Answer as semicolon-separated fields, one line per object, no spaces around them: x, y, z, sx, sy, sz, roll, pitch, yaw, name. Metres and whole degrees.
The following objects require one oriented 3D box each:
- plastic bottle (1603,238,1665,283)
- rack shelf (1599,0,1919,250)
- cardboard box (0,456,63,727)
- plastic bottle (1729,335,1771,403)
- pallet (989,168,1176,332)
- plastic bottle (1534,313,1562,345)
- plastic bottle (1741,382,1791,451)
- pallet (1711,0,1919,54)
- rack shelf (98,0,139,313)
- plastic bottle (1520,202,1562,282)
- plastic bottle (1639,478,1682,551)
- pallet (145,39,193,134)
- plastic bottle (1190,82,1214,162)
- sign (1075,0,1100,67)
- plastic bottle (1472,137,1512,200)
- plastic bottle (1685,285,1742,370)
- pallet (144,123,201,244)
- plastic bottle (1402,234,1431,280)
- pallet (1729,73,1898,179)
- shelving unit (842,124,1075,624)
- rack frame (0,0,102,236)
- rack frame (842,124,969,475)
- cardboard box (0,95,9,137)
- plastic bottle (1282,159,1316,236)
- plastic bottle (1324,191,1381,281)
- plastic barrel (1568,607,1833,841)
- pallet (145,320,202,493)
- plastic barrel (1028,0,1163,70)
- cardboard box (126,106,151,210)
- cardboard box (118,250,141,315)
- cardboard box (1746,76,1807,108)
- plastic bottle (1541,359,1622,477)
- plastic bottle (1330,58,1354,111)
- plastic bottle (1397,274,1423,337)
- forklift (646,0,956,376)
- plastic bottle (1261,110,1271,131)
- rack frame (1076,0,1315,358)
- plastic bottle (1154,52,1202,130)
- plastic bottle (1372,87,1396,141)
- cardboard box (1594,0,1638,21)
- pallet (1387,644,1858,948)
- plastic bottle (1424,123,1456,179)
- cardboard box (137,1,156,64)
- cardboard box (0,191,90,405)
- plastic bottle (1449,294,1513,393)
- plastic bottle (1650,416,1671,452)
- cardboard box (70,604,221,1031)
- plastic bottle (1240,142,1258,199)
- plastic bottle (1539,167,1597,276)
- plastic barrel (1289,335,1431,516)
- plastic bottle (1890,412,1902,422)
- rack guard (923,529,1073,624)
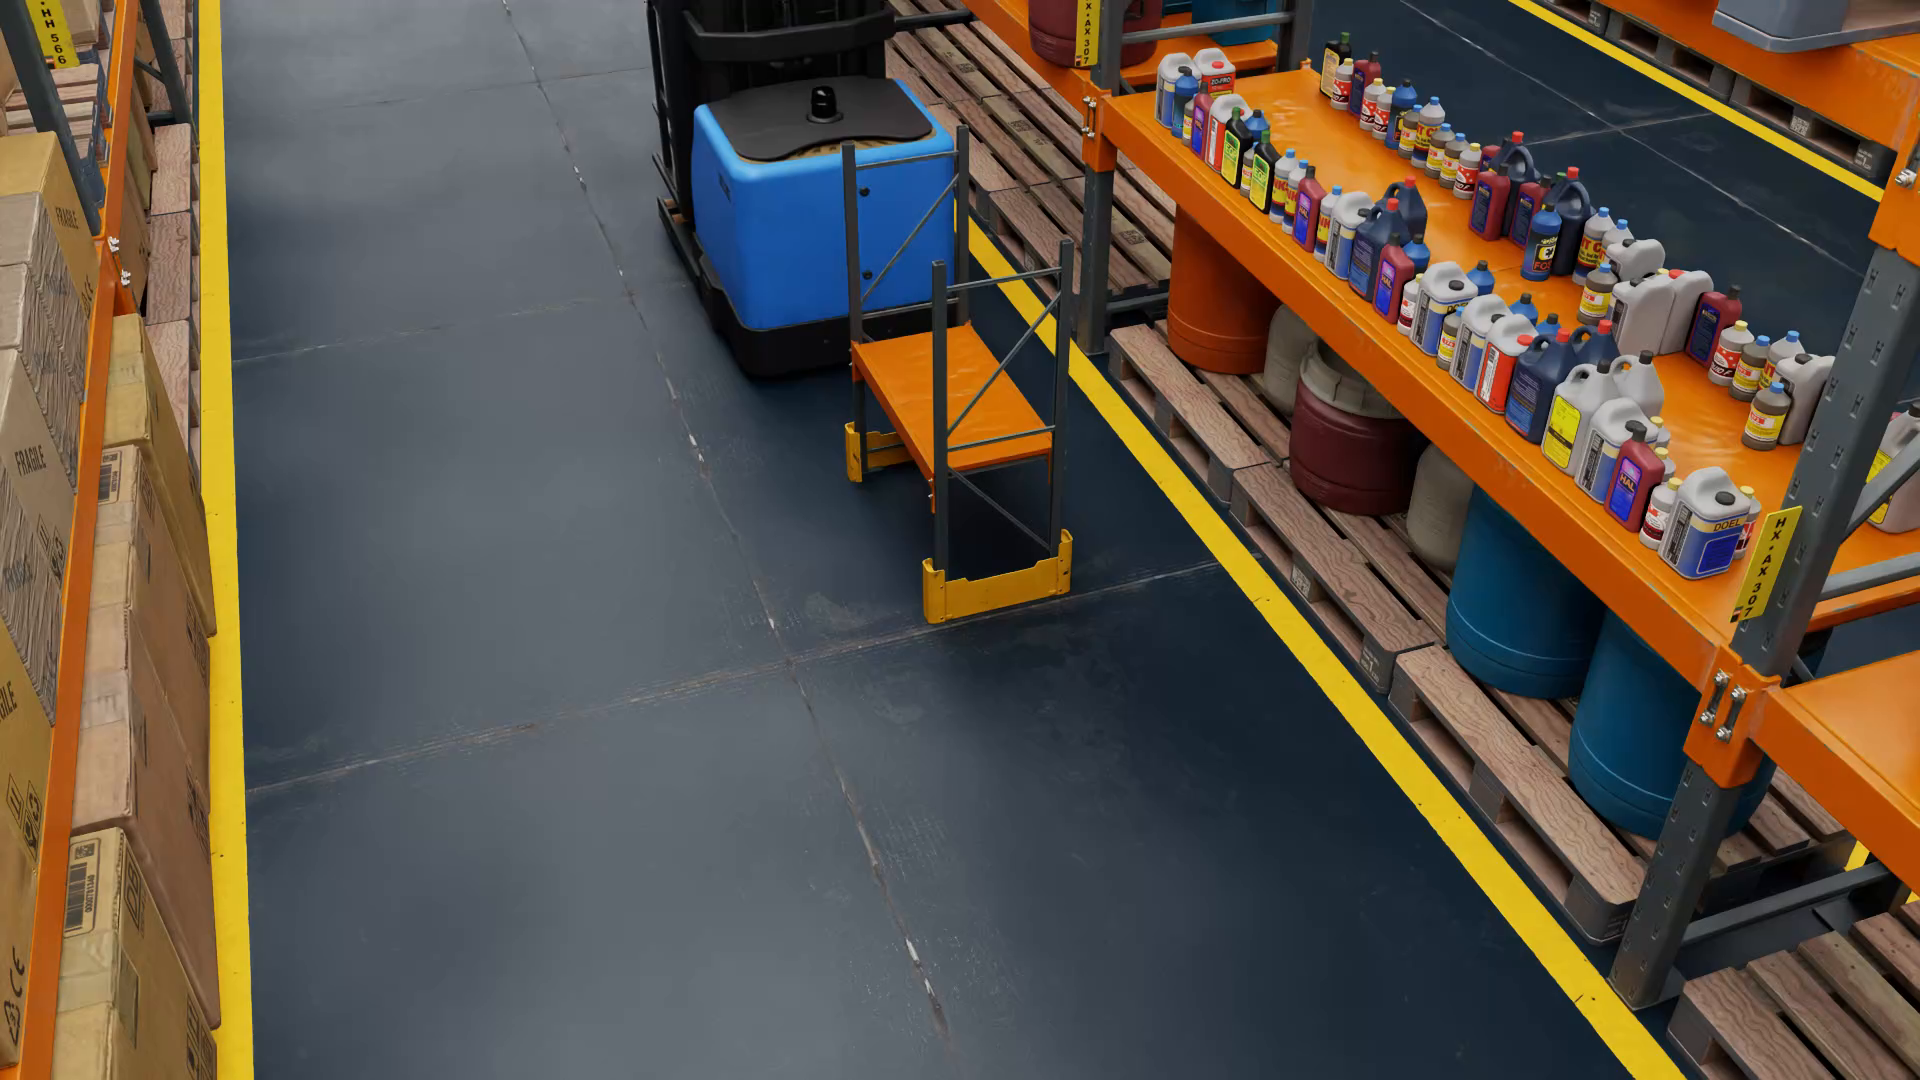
2.227;-0.886;5.536;0.152;0.276;0.135;-12;39;-16;plastic bottle
1.739;-1.982;4.993;1.077;0.370;4.000;-12;39;-16;rack shelf
-2.493;0.166;3.953;0.500;0.500;0.500;-13;39;-17;cardboard box
2.452;-0.535;5.132;0.097;0.201;0.097;0;37;0;plastic bottle
0.820;-1.533;8.609;1.003;0.211;1.213;-12;39;-16;pallet
1.799;-0.573;5.125;0.097;0.271;0.097;0;37;0;plastic bottle
2.389;-0.372;4.916;0.097;0.201;0.097;0;37;0;plastic bottle
2.065;-1.486;3.894;1.213;0.211;1.003;-12;39;-16;pallet
-4.288;-2.018;7.534;1.077;0.370;4.000;-12;39;-16;rack shelf
2.010;-1.035;5.738;0.097;0.271;0.097;0;37;0;plastic bottle
1.922;-0.077;4.525;0.097;0.201;0.097;0;37;0;plastic bottle
-5.241;-2.693;10.150;1.003;0.211;1.213;-12;39;-16;pallet
0.966;-1.648;6.541;0.061;0.283;0.133;-12;39;-16;plastic bottle
0.536;-2.148;6.973;0.100;0.325;0.005;-12;39;-16;sign
1.984;-1.368;6.170;0.061;0.283;0.133;-12;39;-16;plastic bottle
2.396;-0.692;5.272;0.061;0.283;0.133;-12;39;-16;plastic bottle
-4.707;-1.882;9.073;1.003;0.211;1.213;-12;39;-16;pallet
1.508;-0.891;5.547;0.097;0.271;0.097;0;37;0;plastic bottle
5.456;-2.583;10.004;1.003;0.211;1.213;-12;39;-16;pallet
-0.026;-0.642;6.356;0.587;1.500;1.083;-12;39;-16;shelving unit
-3.600;-1.175;5.817;1.000;3.000;0.127;-12;39;-16;rack frame
-0.204;-0.934;6.744;0.500;1.500;0.032;-12;39;-16;rack frame
-3.823;-1.680;6.055;0.500;0.500;0.500;-17;40;-21;cardboard box
1.228;-1.245;6.016;0.097;0.271;0.097;0;37;0;plastic bottle
1.373;-1.056;5.762;0.152;0.276;0.135;-12;39;-16;plastic bottle
2.256;0.418;5.096;0.600;0.901;0.708;-12;39;-16;plastic barrel
-3.868;-0.503;7.243;1.003;0.211;1.213;-12;39;-16;pallet
0.606;-2.454;7.402;0.600;0.536;0.708;-12;39;-16;plastic barrel
-4.639;-1.988;8.607;0.700;0.500;0.500;-13;39;-16;cardboard box
-4.052;-1.038;7.346;0.700;0.500;0.500;-16;40;-20;cardboard box
5.112;-2.831;9.951;0.500;0.250;0.500;-13;39;-16;cardboard box
1.803;-0.373;4.793;0.144;0.351;0.185;-12;39;-16;plastic bottle
1.613;-1.912;6.961;0.097;0.201;0.097;0;37;0;plastic bottle
1.497;-0.776;5.452;0.097;0.201;0.097;0;37;0;plastic bottle
-0.984;-2.810;8.045;1.130;2.935;3.031;-12;39;-16;forklift
1.166;-1.585;6.526;0.097;0.201;0.097;0;37;0;plastic bottle
1.050;-2.201;7.179;1.000;3.000;0.127;-12;39;-16;rack frame
0.896;-1.840;6.802;0.152;0.276;0.135;-12;39;-16;plastic bottle
1.726;-1.727;6.715;0.097;0.201;0.097;0;37;0;plastic bottle
4.588;-3.693;11.096;0.500;0.250;0.500;-14;39;-17;cardboard box
2.201;0.728;5.608;1.003;0.211;1.213;-12;39;-16;pallet
1.860;-1.507;6.423;0.097;0.201;0.097;0;37;0;plastic bottle
-5.281;-3.160;10.181;0.500;0.500;0.500;-1;37;-1;cardboard box
-3.031;-0.705;5.110;0.500;0.500;0.500;-13;39;-16;cardboard box
1.642;-0.615;5.176;0.152;0.276;0.135;-12;39;-16;plastic bottle
1.973;-0.260;4.767;0.097;0.201;0.097;0;37;0;plastic bottle
-2.771;0.903;4.475;1.225;0.875;0.875;-14;39;-18;cardboard box
1.115;-1.402;6.283;0.097;0.201;0.097;0;37;0;plastic bottle
2.109;-1.117;5.781;0.144;0.351;0.185;-12;39;-16;plastic bottle
1.623;-0.494;6.569;0.600;0.588;0.708;-12;39;-16;plastic barrel
2.655;-0.265;4.706;0.061;0.283;0.133;-12;39;-16;plastic bottle
0.145;0.138;6.358;0.587;0.250;0.087;-12;39;-16;rack guard
